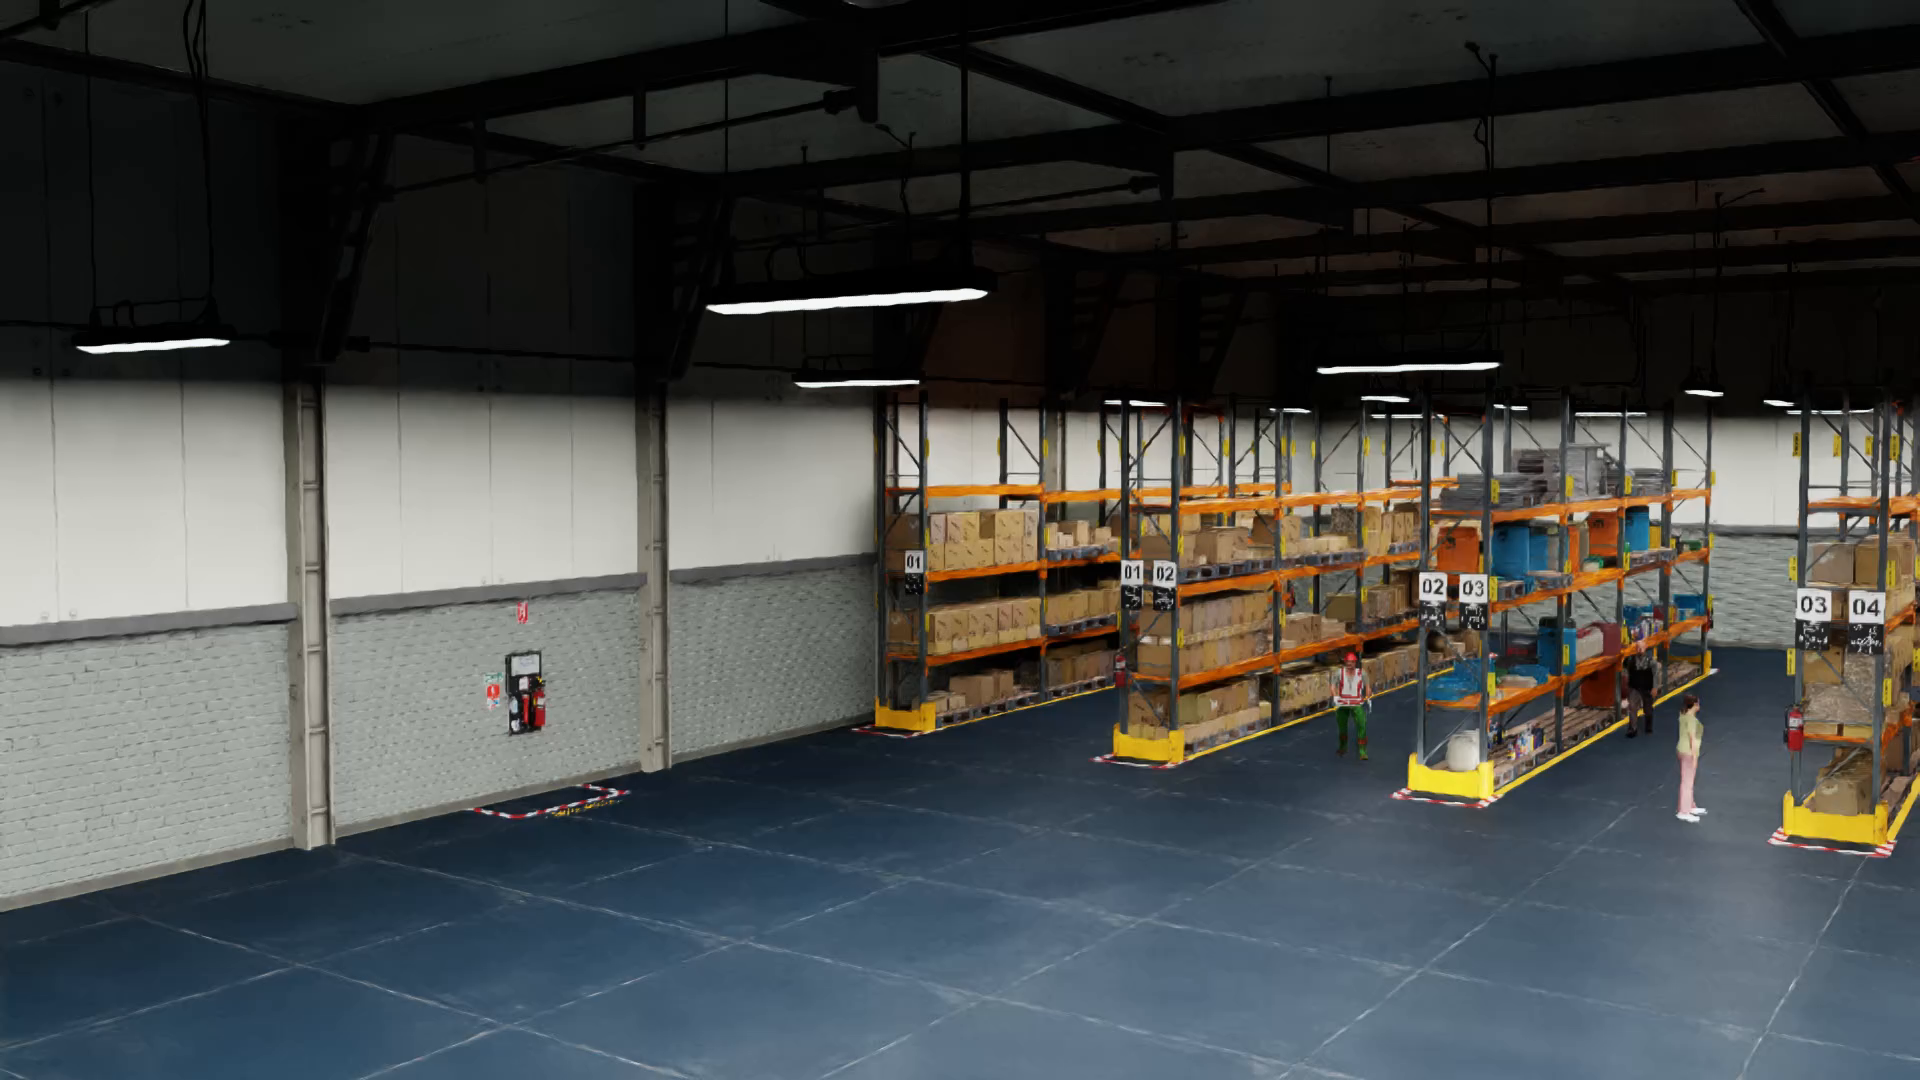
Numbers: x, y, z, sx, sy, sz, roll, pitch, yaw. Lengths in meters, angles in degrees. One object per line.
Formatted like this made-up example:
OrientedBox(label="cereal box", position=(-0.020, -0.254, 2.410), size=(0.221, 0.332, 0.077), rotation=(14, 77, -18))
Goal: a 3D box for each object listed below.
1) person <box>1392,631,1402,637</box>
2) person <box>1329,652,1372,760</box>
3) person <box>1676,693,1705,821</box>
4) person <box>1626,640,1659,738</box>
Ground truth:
OrientedBox(label="person", position=(11.253, 1.759, 43.046), size=(0.577, 1.691, 1.121), rotation=(2, 4, 37))
OrientedBox(label="person", position=(6.300, 2.646, 26.791), size=(0.675, 1.720, 0.842), rotation=(1, 3, 18))
OrientedBox(label="person", position=(9.879, 2.903, 22.415), size=(0.451, 1.679, 0.540), rotation=(0, 3, 5))
OrientedBox(label="person", position=(11.819, 2.570, 28.790), size=(0.555, 1.673, 1.029), rotation=(2, 4, 33))
